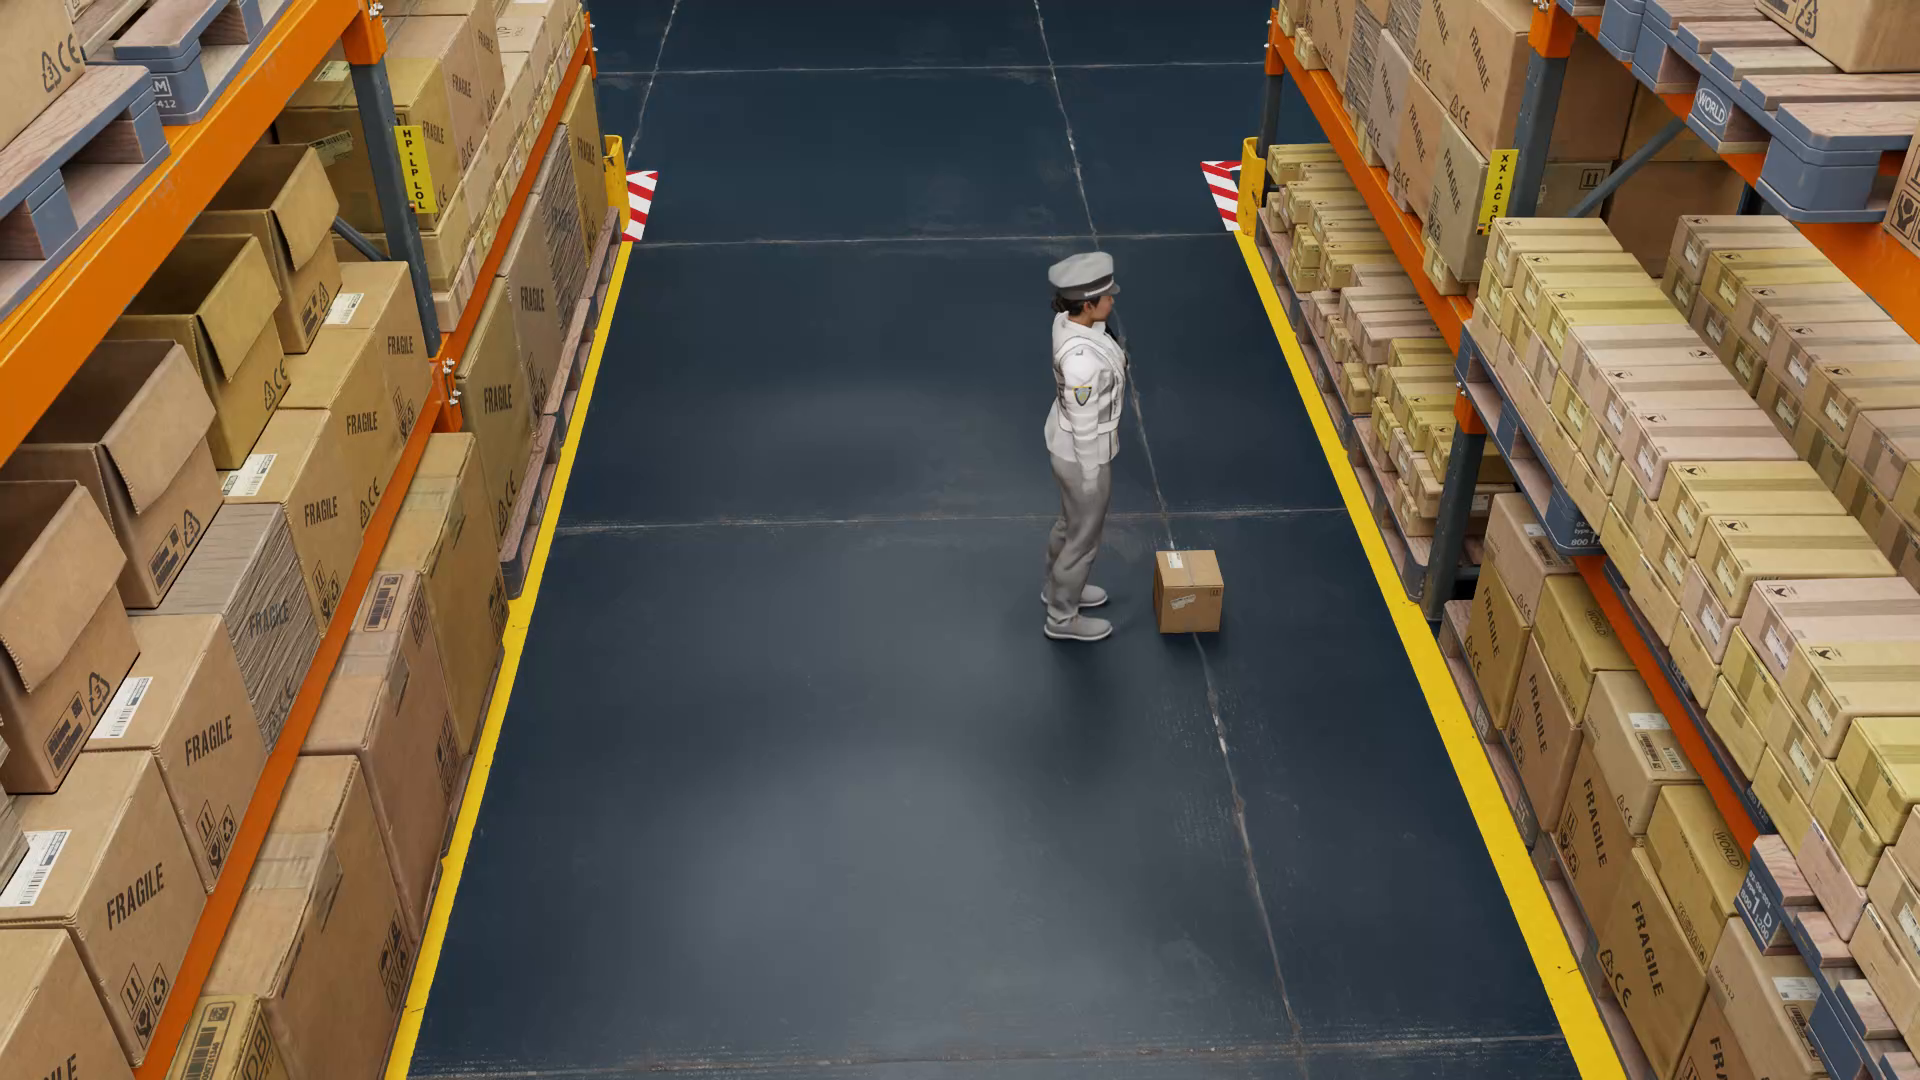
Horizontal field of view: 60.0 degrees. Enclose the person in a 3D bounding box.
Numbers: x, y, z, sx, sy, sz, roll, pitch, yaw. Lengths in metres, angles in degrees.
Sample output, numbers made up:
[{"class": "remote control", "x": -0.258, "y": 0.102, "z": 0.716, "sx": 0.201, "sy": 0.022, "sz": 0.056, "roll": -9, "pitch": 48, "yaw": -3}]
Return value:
[{"class": "person", "x": 0.497, "y": -0.362, "z": 6.644, "sx": 0.337, "sy": 1.677, "sz": 0.466, "roll": -1, "pitch": 35, "yaw": -1}]
